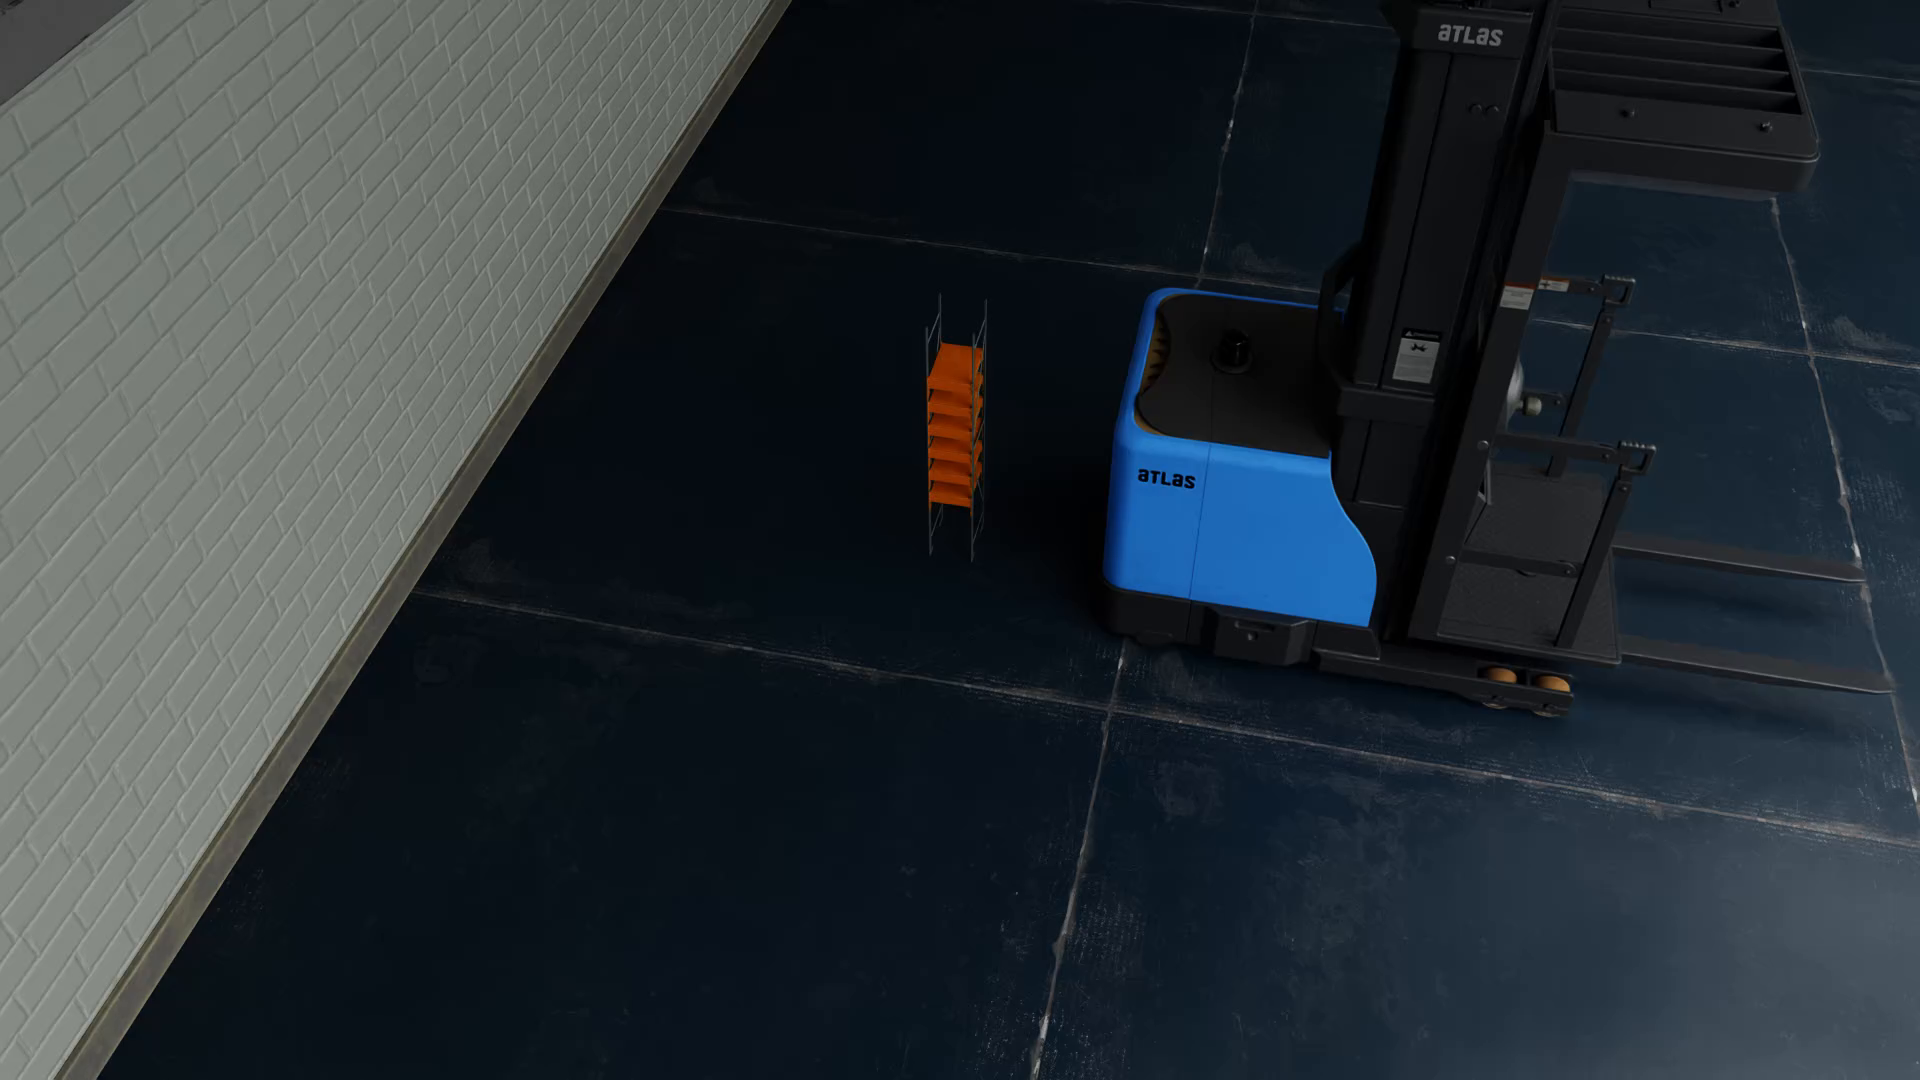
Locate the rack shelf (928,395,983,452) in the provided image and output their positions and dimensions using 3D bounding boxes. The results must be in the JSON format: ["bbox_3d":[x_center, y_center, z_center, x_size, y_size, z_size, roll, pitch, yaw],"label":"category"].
[{"bbox_3d":[-0.014,-0.489,6.744,0.180,0.103,0.258,9,45,9],"label":"rack shelf"}]

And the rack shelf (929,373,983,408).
[{"bbox_3d":[-0.014,-0.595,6.642,0.171,0.034,0.221,9,45,9],"label":"rack shelf"}]

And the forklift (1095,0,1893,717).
[{"bbox_3d":[2.125,-0.725,5.946,3.031,2.797,1.129,9,45,9],"label":"forklift"}]

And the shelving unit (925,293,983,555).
[{"bbox_3d":[-0.016,-0.435,6.797,0.184,1.200,0.258,9,45,9],"label":"shelving unit"}]

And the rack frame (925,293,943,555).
[{"bbox_3d":[-0.103,-0.448,6.811,0.006,1.200,0.240,9,45,9],"label":"rack frame"}]

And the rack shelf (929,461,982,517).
[{"bbox_3d":[-0.014,-0.230,6.993,0.180,0.103,0.258,9,45,9],"label":"rack shelf"}]

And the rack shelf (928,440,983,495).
[{"bbox_3d":[-0.014,-0.316,6.910,0.180,0.103,0.258,9,45,9],"label":"rack shelf"}]

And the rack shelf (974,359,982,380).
[{"bbox_3d":[-0.014,-0.676,6.564,0.166,0.020,0.199,9,45,9],"label":"rack shelf"}]

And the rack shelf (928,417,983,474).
[{"bbox_3d":[-0.014,-0.402,6.827,0.180,0.103,0.258,9,45,9],"label":"rack shelf"}]
